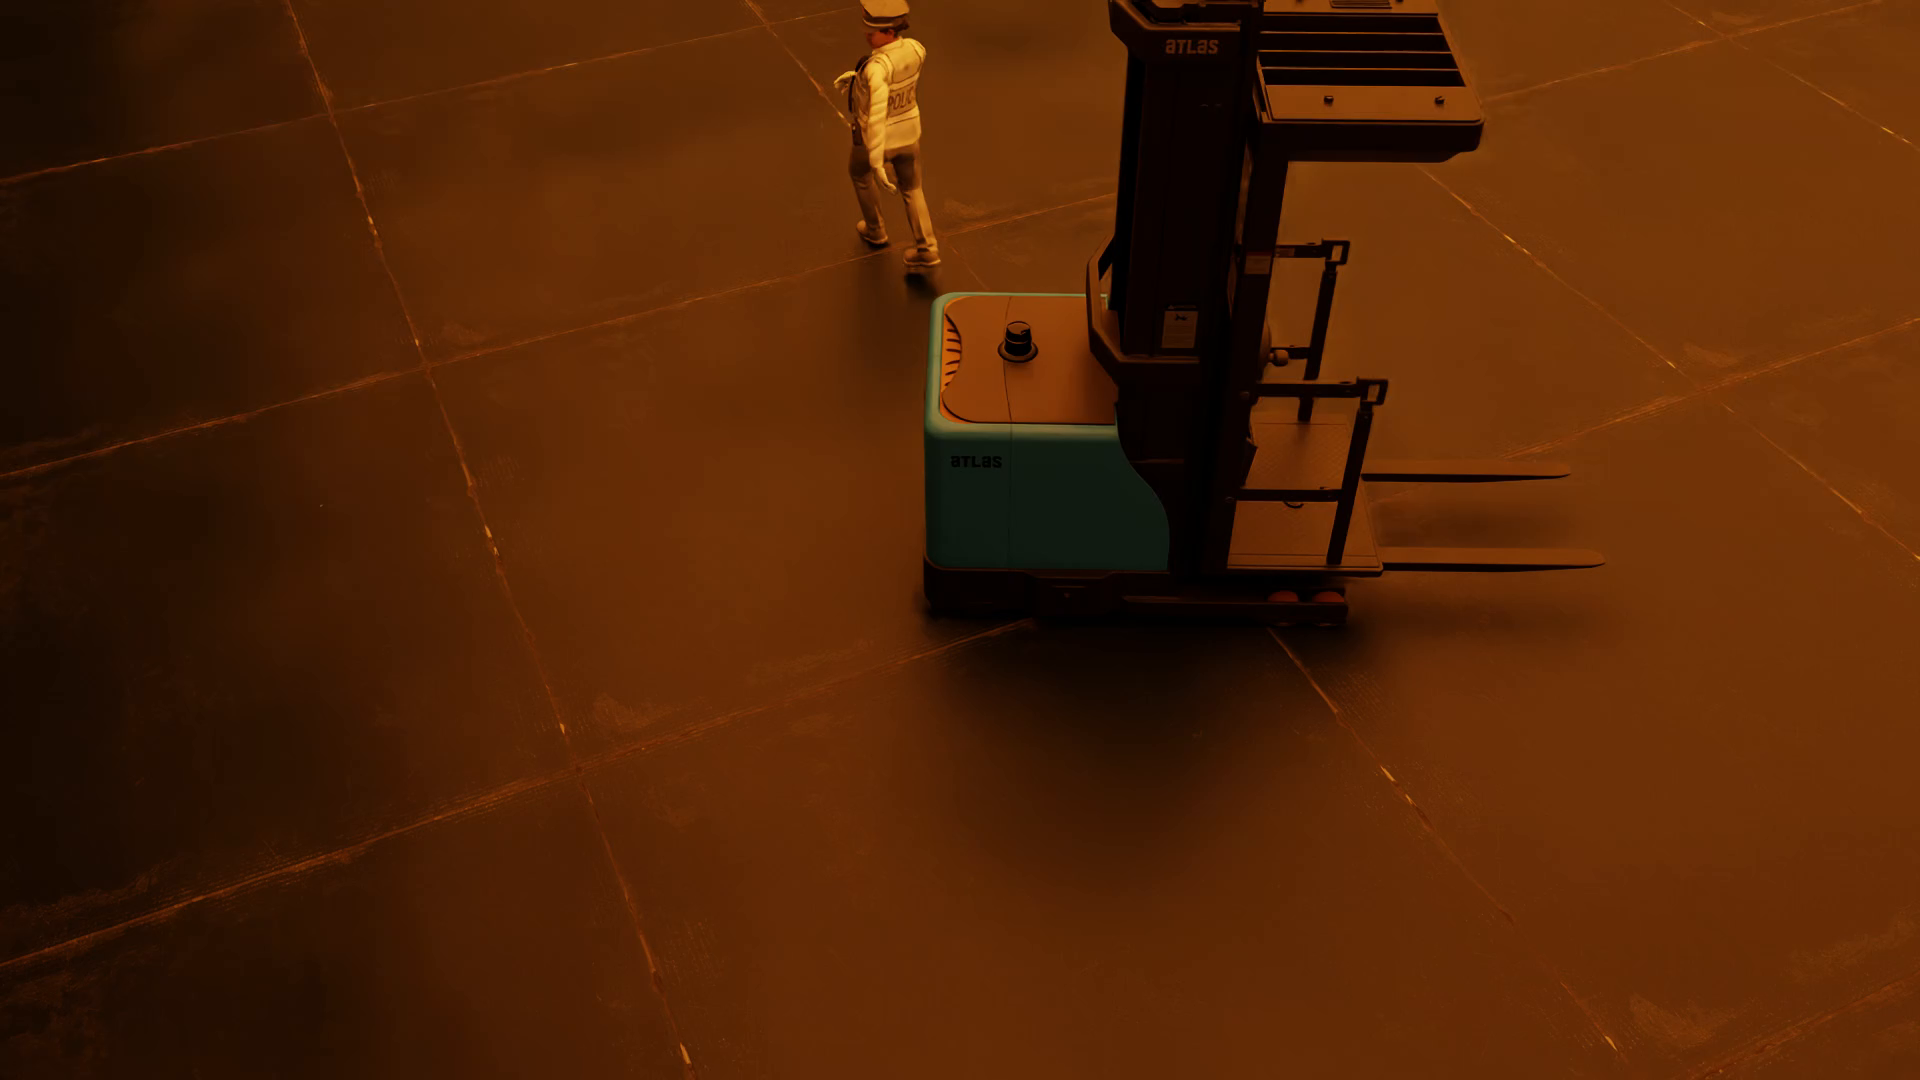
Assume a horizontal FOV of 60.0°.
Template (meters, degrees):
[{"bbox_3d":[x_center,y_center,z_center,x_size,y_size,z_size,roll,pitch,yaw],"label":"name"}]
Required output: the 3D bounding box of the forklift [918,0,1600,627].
[{"bbox_3d":[1.337,-1.053,6.808,3.031,2.935,1.130,1,43,1],"label":"forklift"}]

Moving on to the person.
[{"bbox_3d":[-0.411,-2.209,9.053,0.541,1.591,0.770,-20,47,-20],"label":"person"}]
